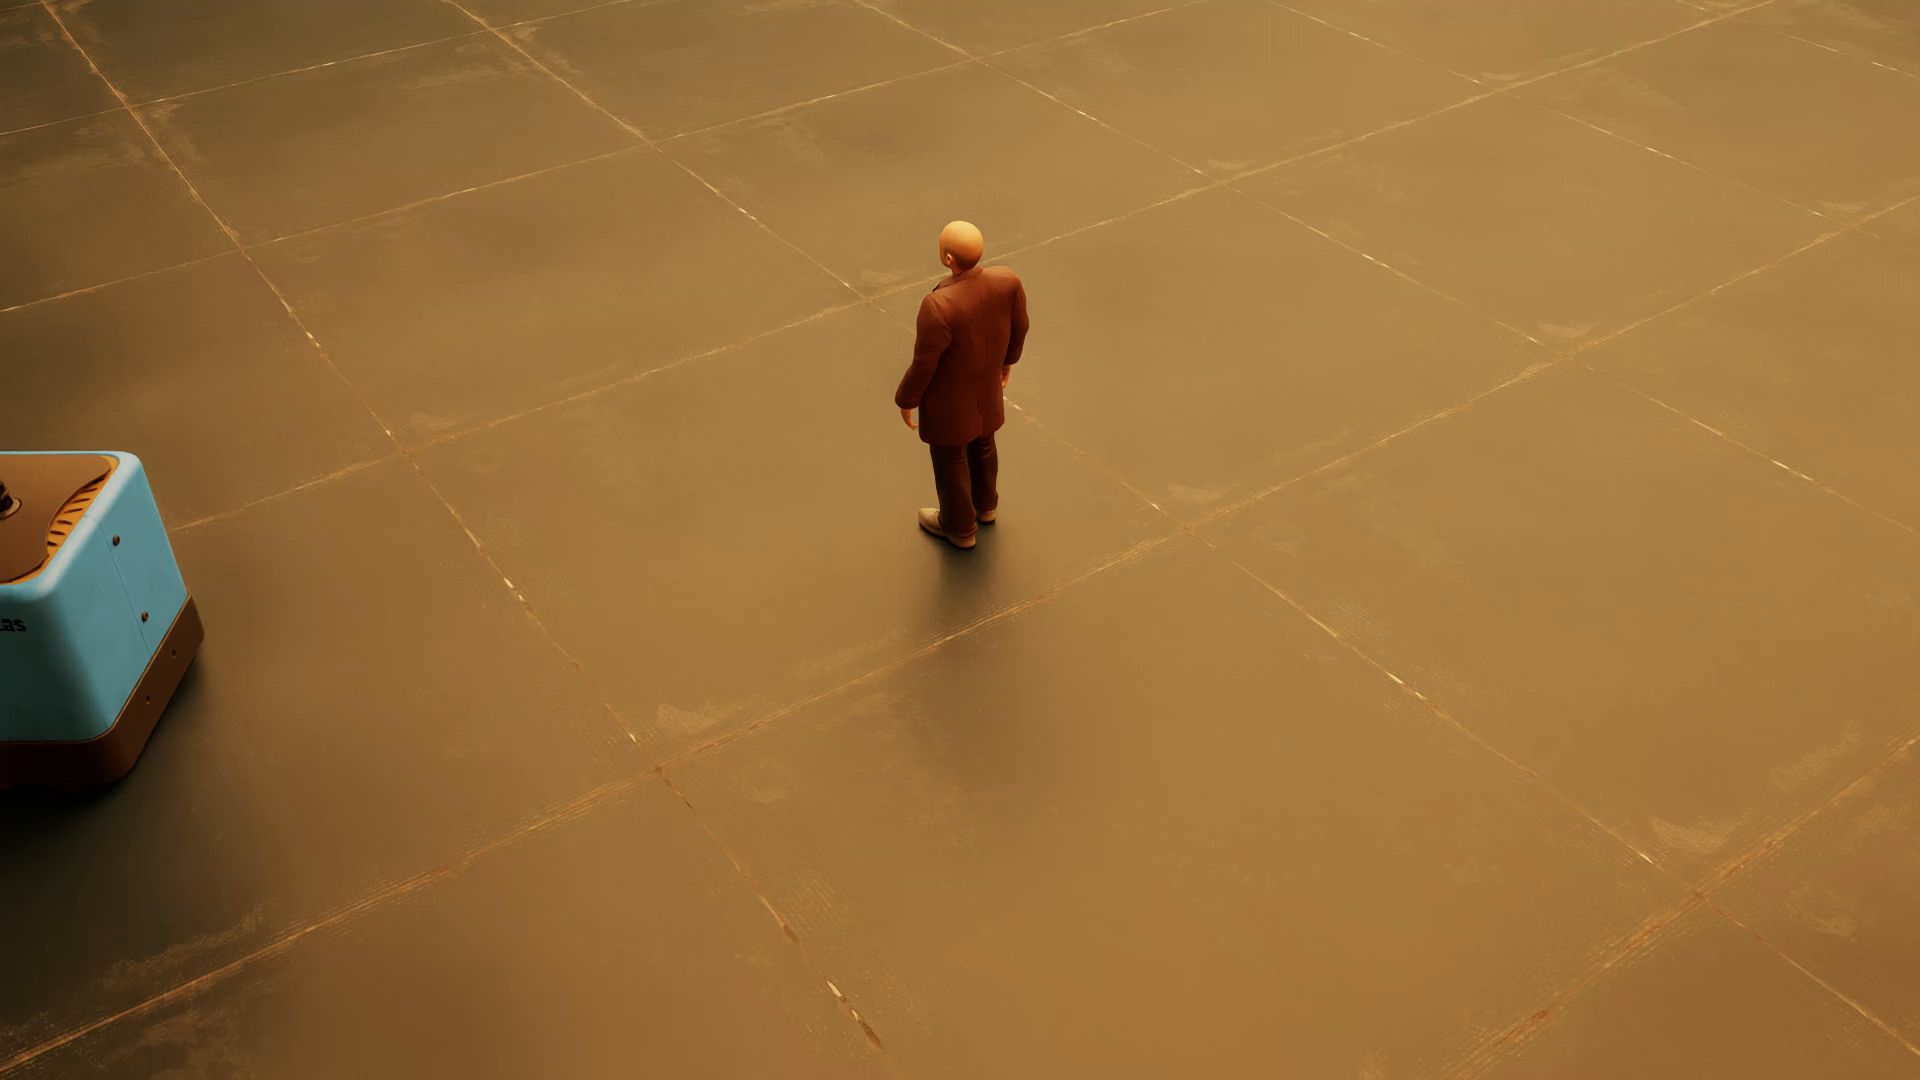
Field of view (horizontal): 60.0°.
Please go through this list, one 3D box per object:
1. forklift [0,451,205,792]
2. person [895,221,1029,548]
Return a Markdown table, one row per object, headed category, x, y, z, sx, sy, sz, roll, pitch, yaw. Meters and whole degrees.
| category | x | y | z | sx | sy | sz | roll | pitch | yaw |
| --- | --- | --- | --- | --- | --- | --- | --- | --- | --- |
| forklift | -5.001 | -0.407 | 6.495 | 3.031 | 2.935 | 1.130 | 0 | 36 | 0 |
| person | -0.048 | -0.766 | 7.939 | 0.696 | 1.775 | 0.582 | -23 | 42 | -28 |
